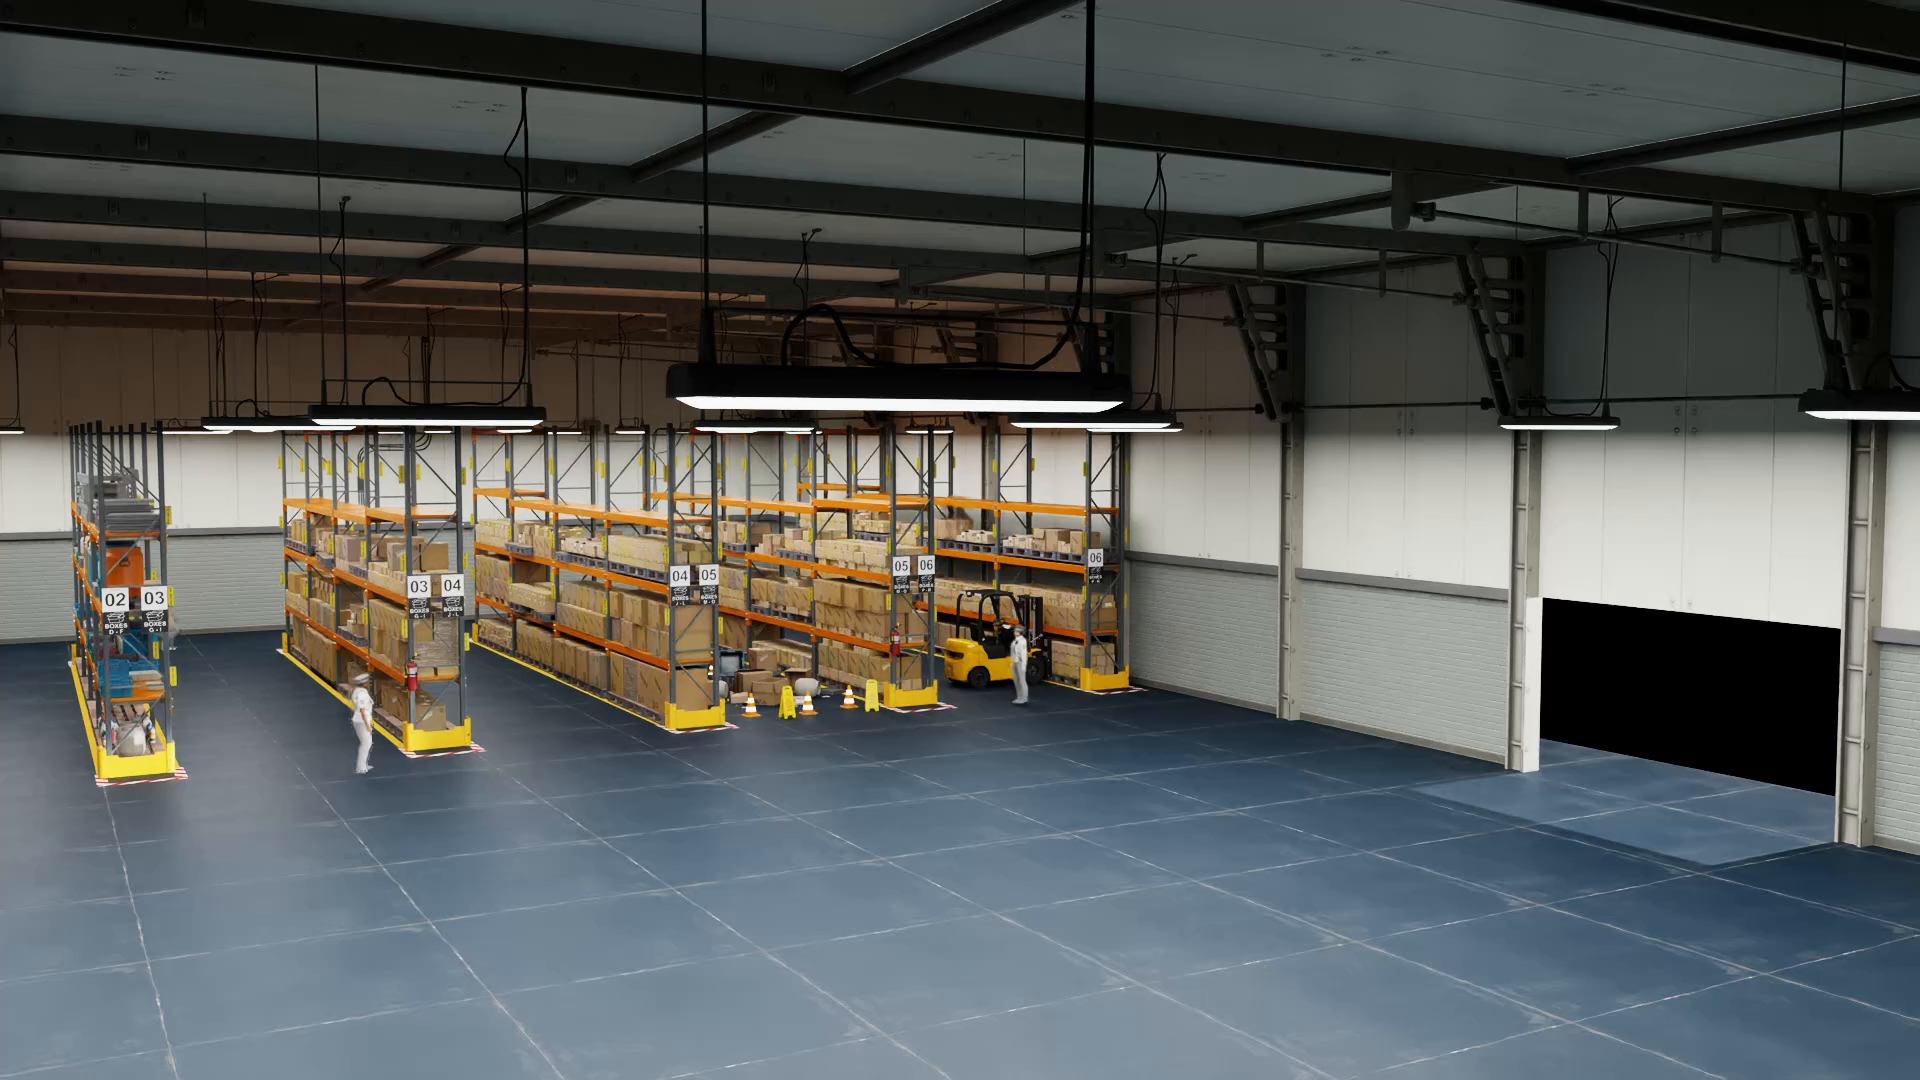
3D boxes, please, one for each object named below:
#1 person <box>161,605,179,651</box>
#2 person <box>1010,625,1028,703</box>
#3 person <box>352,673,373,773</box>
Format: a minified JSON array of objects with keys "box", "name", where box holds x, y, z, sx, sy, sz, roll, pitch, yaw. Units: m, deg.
[{"box":[-21.196,2.173,44.604,0.464,1.585,0.407,-1,4,-20],"name":"person"},{"box":[1.264,2.682,35.783,0.366,1.721,0.573,-2,4,-28],"name":"person"},{"box":[-10.254,3.154,28.568,0.359,1.729,0.527,-1,4,-10],"name":"person"}]
